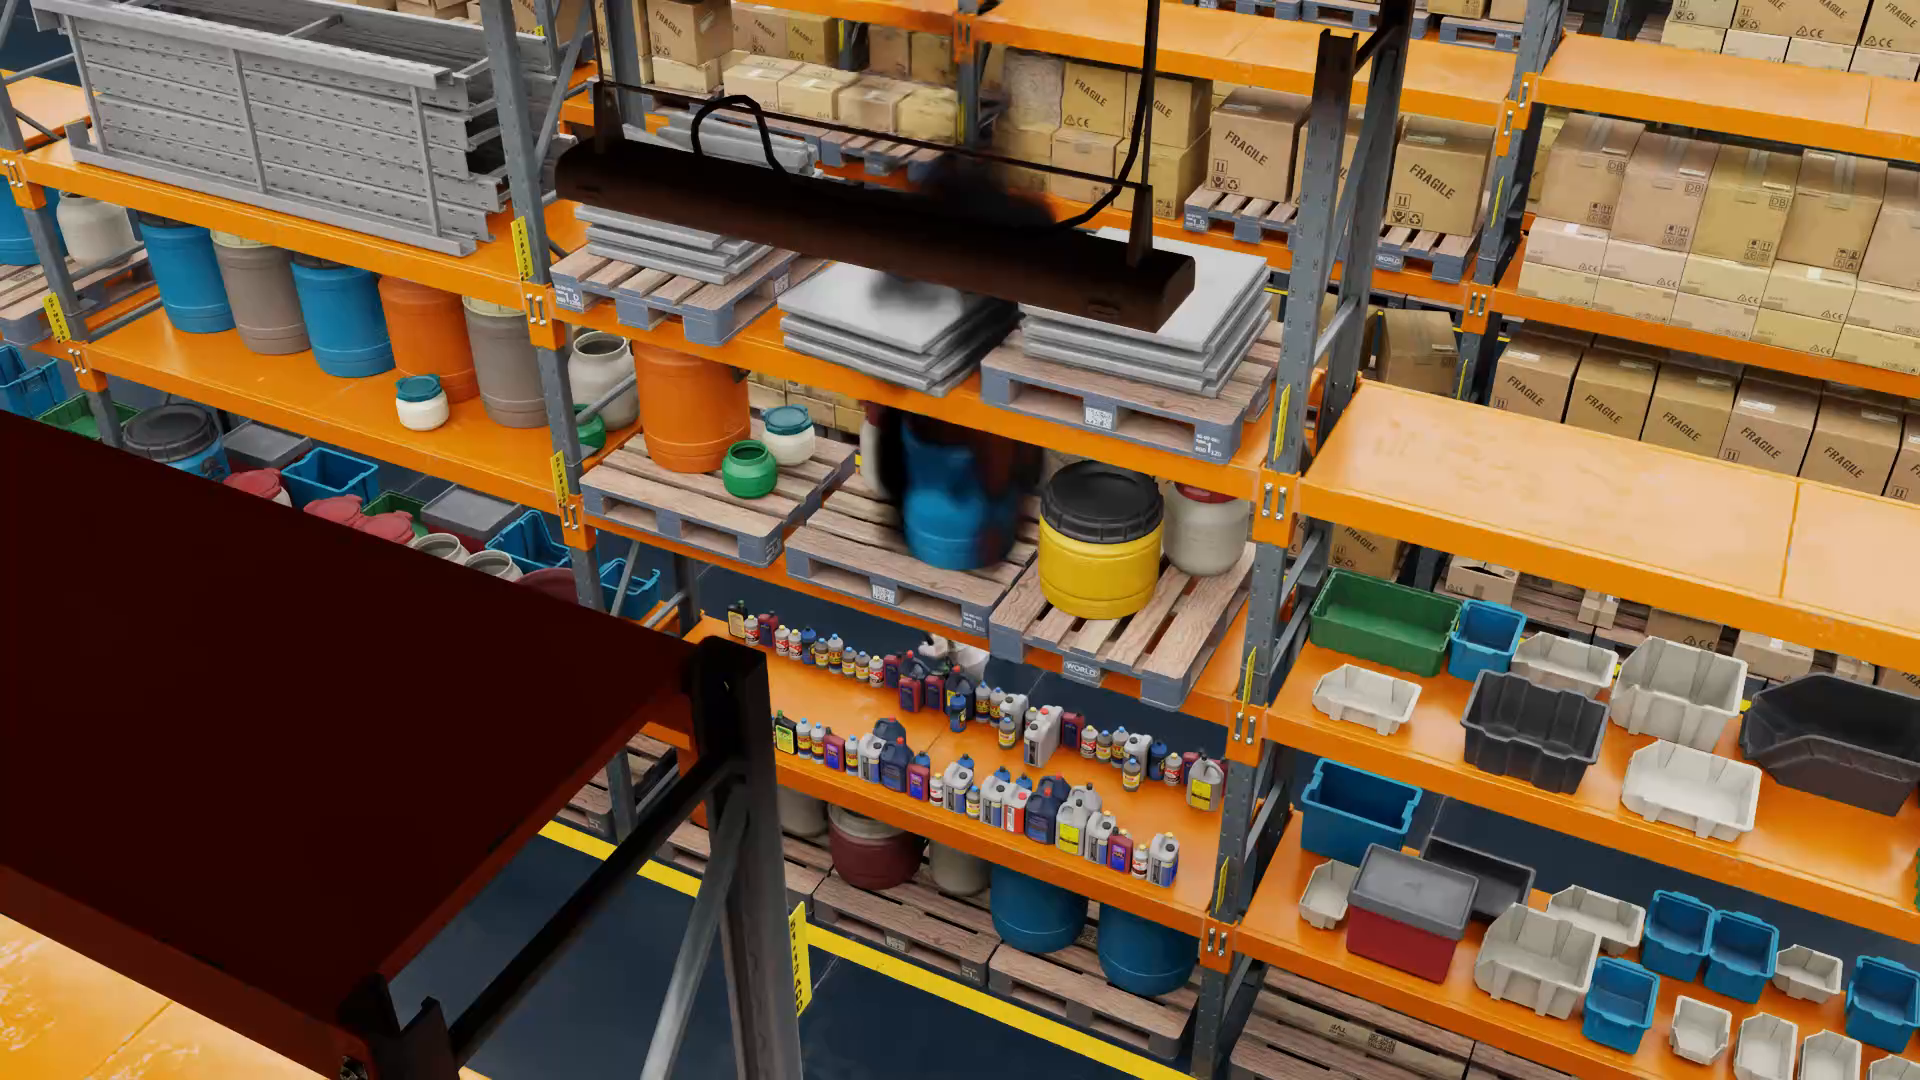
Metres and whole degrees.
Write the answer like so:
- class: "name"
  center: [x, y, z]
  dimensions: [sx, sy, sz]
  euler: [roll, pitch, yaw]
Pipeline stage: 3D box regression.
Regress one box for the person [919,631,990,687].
- class: "person"
  center: [0.112, 0.879, 11.276]
  dimensions: [0.980, 1.627, 0.656]
  euler: [16, 38, 21]
